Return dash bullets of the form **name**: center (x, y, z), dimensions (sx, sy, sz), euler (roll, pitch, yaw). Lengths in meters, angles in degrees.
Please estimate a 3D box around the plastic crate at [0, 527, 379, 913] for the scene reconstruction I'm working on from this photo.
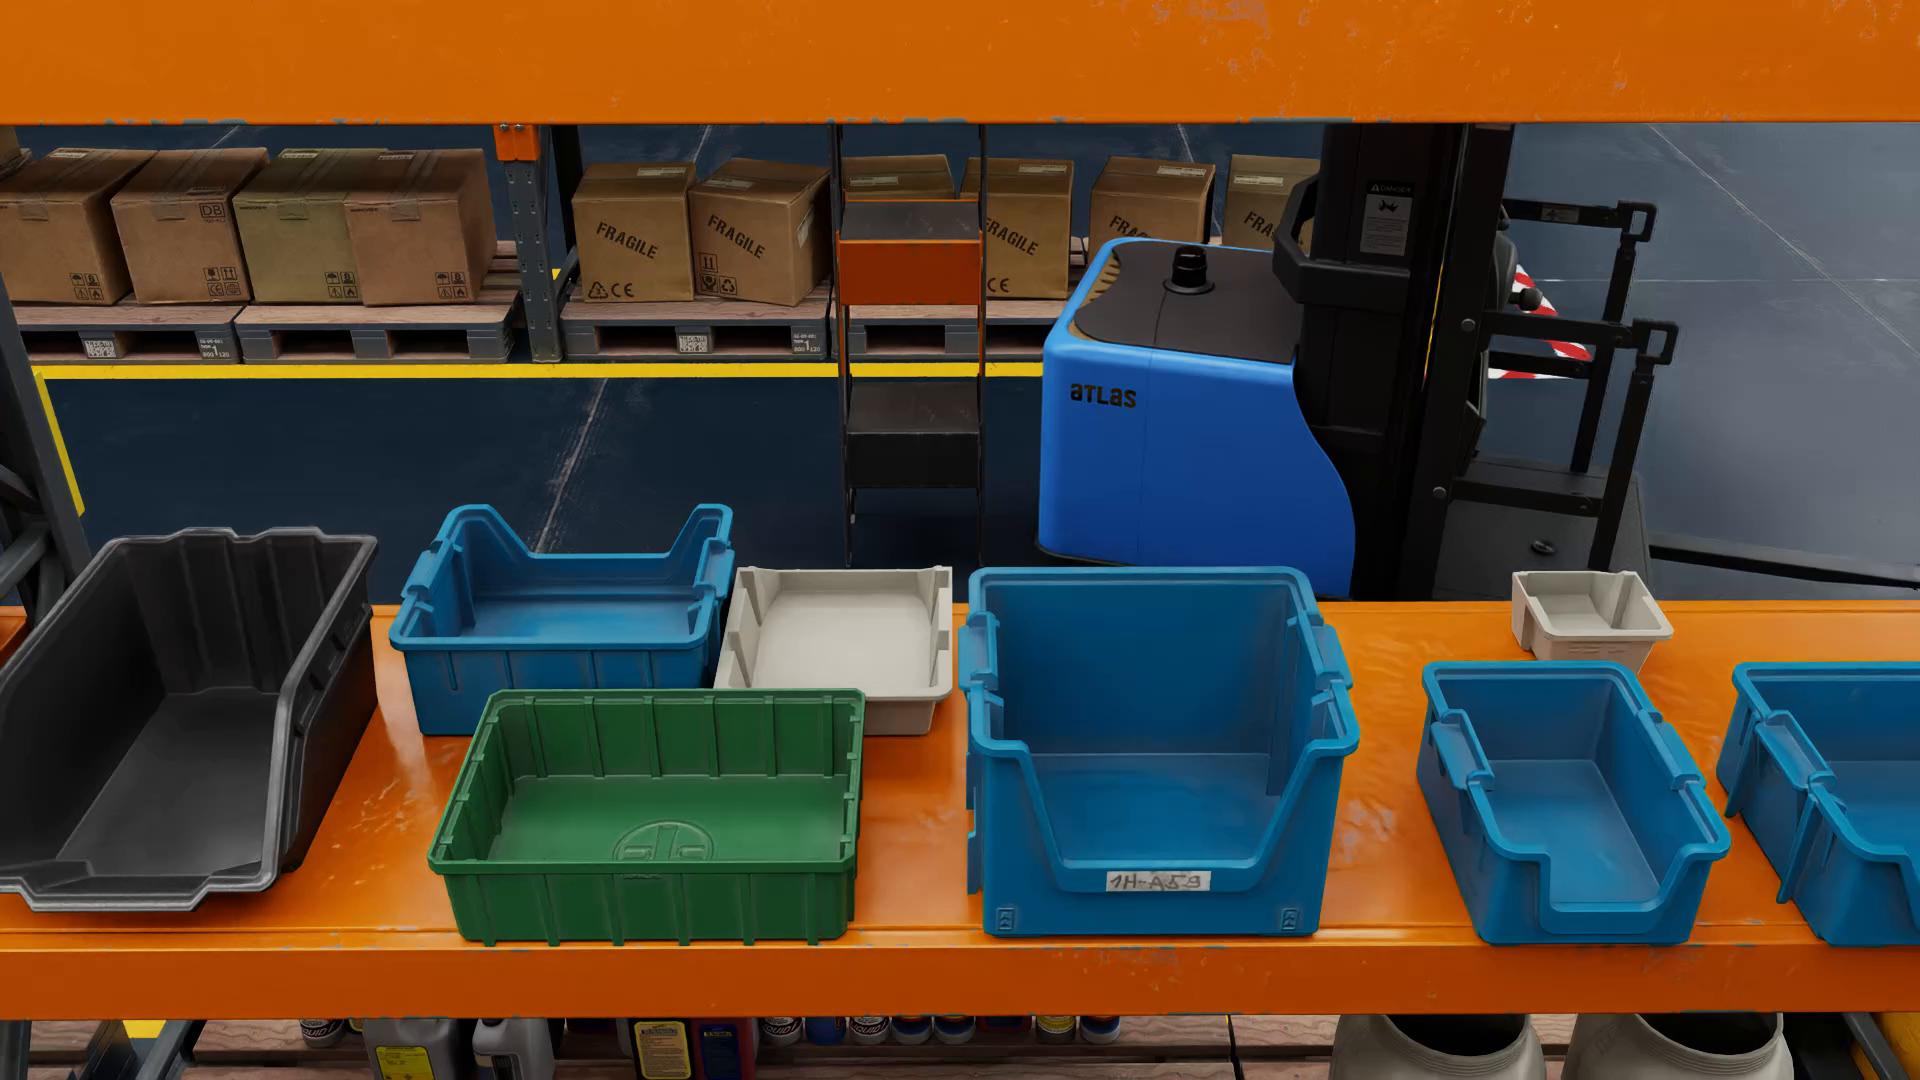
- **plastic crate**: center (-1.332, 0.319, 2.893), dimensions (0.504, 0.338, 0.767), euler (0, 31, 0)

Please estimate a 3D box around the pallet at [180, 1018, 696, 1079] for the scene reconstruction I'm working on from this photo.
- **pallet**: center (-1.184, 1.439, 3.674), dimensions (1.213, 0.211, 1.003), euler (0, 31, 0)

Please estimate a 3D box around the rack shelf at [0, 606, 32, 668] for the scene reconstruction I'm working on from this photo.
- **rack shelf**: center (-3.856, 0.542, 3.159), dimensions (4.000, 0.370, 1.077), euler (0, 31, 0)

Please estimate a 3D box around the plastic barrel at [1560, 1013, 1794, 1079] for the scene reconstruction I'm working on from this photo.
- **plastic barrel**: center (1.486, 1.141, 3.471), dimensions (0.421, 0.512, 0.421), euler (0, 31, 0)

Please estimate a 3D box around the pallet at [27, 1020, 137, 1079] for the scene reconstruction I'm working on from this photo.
- **pallet**: center (-2.641, 1.442, 3.669), dimensions (1.213, 0.211, 1.003), euler (0, 31, 0)

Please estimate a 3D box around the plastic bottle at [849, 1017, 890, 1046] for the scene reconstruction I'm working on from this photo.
- **plastic bottle**: center (-0.213, 1.069, 3.870), dimensions (0.097, 0.201, 0.097), euler (0, 31, 0)

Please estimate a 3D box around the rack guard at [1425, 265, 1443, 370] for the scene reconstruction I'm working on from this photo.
- **rack guard**: center (2.038, -1.285, 7.886), dimensions (0.348, 0.500, 1.175), euler (0, 31, 0)

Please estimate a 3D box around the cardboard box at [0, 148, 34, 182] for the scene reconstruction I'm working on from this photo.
- **cardboard box**: center (-4.661, -1.469, 7.765), dimensions (0.500, 0.500, 0.700), euler (-3, 31, -4)

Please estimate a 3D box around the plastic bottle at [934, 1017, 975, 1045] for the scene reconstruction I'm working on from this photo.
- **plastic bottle**: center (-0.014, 1.039, 3.853), dimensions (0.097, 0.271, 0.097), euler (0, 31, 0)

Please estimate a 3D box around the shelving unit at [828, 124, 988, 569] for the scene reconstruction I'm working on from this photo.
- **shelving unit**: center (-0.166, -0.897, 5.704), dimensions (0.503, 2.100, 0.431), euler (0, 31, 0)

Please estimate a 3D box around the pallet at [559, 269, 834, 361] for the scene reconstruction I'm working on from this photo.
- **pallet**: center (-1.214, -1.170, 7.974), dimensions (1.213, 0.211, 1.003), euler (0, 31, 0)

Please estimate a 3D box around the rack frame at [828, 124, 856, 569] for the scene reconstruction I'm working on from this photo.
- **rack frame**: center (-0.410, -0.896, 5.703), dimensions (0.015, 2.100, 0.400), euler (0, 31, 0)

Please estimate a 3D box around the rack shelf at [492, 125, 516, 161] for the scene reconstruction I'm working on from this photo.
- **rack shelf**: center (-3.886, -2.028, 7.394), dimensions (4.000, 0.370, 1.077), euler (0, 31, 0)

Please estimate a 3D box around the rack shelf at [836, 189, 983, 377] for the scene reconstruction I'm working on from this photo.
- **rack shelf**: center (-0.166, -0.886, 5.712), dimensions (0.480, 0.518, 0.431), euler (0, 31, 0)

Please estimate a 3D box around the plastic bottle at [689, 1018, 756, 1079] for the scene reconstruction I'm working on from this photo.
- **plastic bottle**: center (-0.535, 1.105, 3.732), dimensions (0.133, 0.283, 0.061), euler (0, 31, 0)

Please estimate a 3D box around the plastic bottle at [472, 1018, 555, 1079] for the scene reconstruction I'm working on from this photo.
- **plastic bottle**: center (-0.996, 1.129, 3.700), dimensions (0.135, 0.276, 0.152), euler (0, 31, 0)

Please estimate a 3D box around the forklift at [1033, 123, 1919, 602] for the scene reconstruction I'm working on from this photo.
- **forklift**: center (1.827, -0.988, 5.053), dimensions (3.031, 2.935, 1.130), euler (9, 32, 14)

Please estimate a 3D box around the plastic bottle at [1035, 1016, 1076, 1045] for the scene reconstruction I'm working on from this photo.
- **plastic bottle**: center (0.226, 1.068, 3.872), dimensions (0.097, 0.201, 0.097), euler (0, 31, 0)

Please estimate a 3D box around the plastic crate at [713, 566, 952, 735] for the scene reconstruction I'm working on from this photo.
- **plastic crate**: center (-0.234, 0.204, 3.276), dimensions (0.437, 0.136, 0.530), euler (0, 31, 0)

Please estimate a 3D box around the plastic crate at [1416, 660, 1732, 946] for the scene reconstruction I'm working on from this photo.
- **plastic crate**: center (0.996, 0.435, 2.785), dimensions (0.408, 0.251, 0.499), euler (0, 31, 0)

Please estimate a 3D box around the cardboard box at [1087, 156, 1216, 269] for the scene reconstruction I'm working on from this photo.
- **cardboard box**: center (0.892, -1.452, 7.756), dimensions (0.500, 0.500, 0.500), euler (8, 32, 13)

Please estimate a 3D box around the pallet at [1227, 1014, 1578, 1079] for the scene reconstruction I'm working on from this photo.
- **pallet**: center (1.256, 1.432, 3.687), dimensions (1.213, 0.211, 1.003), euler (0, 31, 0)

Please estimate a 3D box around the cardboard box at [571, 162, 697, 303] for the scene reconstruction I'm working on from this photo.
- **cardboard box**: center (-1.486, -1.433, 7.725), dimensions (0.500, 0.500, 0.500), euler (-1, 31, -2)

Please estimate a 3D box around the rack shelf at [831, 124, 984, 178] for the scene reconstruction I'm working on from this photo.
- **rack shelf**: center (-0.166, -1.484, 5.348), dimensions (0.480, 0.518, 0.431), euler (0, 31, 0)

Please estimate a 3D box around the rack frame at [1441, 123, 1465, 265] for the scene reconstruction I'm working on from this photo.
- **rack frame**: center (2.114, -2.354, 7.238), dimensions (0.127, 3.000, 1.000), euler (0, 31, 0)

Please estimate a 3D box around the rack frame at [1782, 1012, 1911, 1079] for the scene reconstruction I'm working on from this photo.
- **rack frame**: center (2.144, 0.215, 3.004), dimensions (0.127, 3.000, 1.000), euler (0, 31, 0)

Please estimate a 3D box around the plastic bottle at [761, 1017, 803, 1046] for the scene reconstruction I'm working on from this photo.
- **plastic bottle**: center (-0.418, 1.070, 3.869), dimensions (0.097, 0.201, 0.097), euler (0, 31, 0)

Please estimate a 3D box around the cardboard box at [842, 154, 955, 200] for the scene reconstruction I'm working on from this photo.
- **cardboard box**: center (-0.292, -1.481, 7.805), dimensions (0.500, 0.500, 0.500), euler (-3, 31, -5)

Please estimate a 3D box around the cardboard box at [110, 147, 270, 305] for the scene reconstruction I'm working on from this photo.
- **cardboard box**: center (-3.536, -1.476, 7.777), dimensions (0.500, 0.500, 0.700), euler (-3, 31, -5)

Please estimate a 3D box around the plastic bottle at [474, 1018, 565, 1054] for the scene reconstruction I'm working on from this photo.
- **plastic bottle**: center (-1.022, 1.020, 3.807), dimensions (0.185, 0.351, 0.144), euler (-2, 31, -3)

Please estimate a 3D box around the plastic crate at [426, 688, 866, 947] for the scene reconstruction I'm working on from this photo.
- **plastic crate**: center (-0.497, 0.460, 2.804), dimensions (0.662, 0.188, 0.450), euler (0, 31, 0)

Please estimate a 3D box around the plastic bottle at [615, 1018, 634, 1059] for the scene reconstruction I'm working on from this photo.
- **plastic bottle**: center (-0.699, 1.019, 3.808), dimensions (0.185, 0.351, 0.144), euler (0, 31, -1)

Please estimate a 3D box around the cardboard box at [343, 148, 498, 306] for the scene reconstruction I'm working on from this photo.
- **cardboard box**: center (-2.500, -1.470, 7.767), dimensions (0.500, 0.500, 0.700), euler (-2, 31, -4)

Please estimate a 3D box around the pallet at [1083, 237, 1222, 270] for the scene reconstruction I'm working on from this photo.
- **pallet**: center (1.226, -1.177, 7.987), dimensions (1.213, 0.211, 1.003), euler (0, 31, 0)

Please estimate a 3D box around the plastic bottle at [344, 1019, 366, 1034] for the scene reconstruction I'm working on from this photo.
- **plastic bottle**: center (-1.377, 1.028, 3.858), dimensions (0.133, 0.283, 0.061), euler (1, 31, 2)
